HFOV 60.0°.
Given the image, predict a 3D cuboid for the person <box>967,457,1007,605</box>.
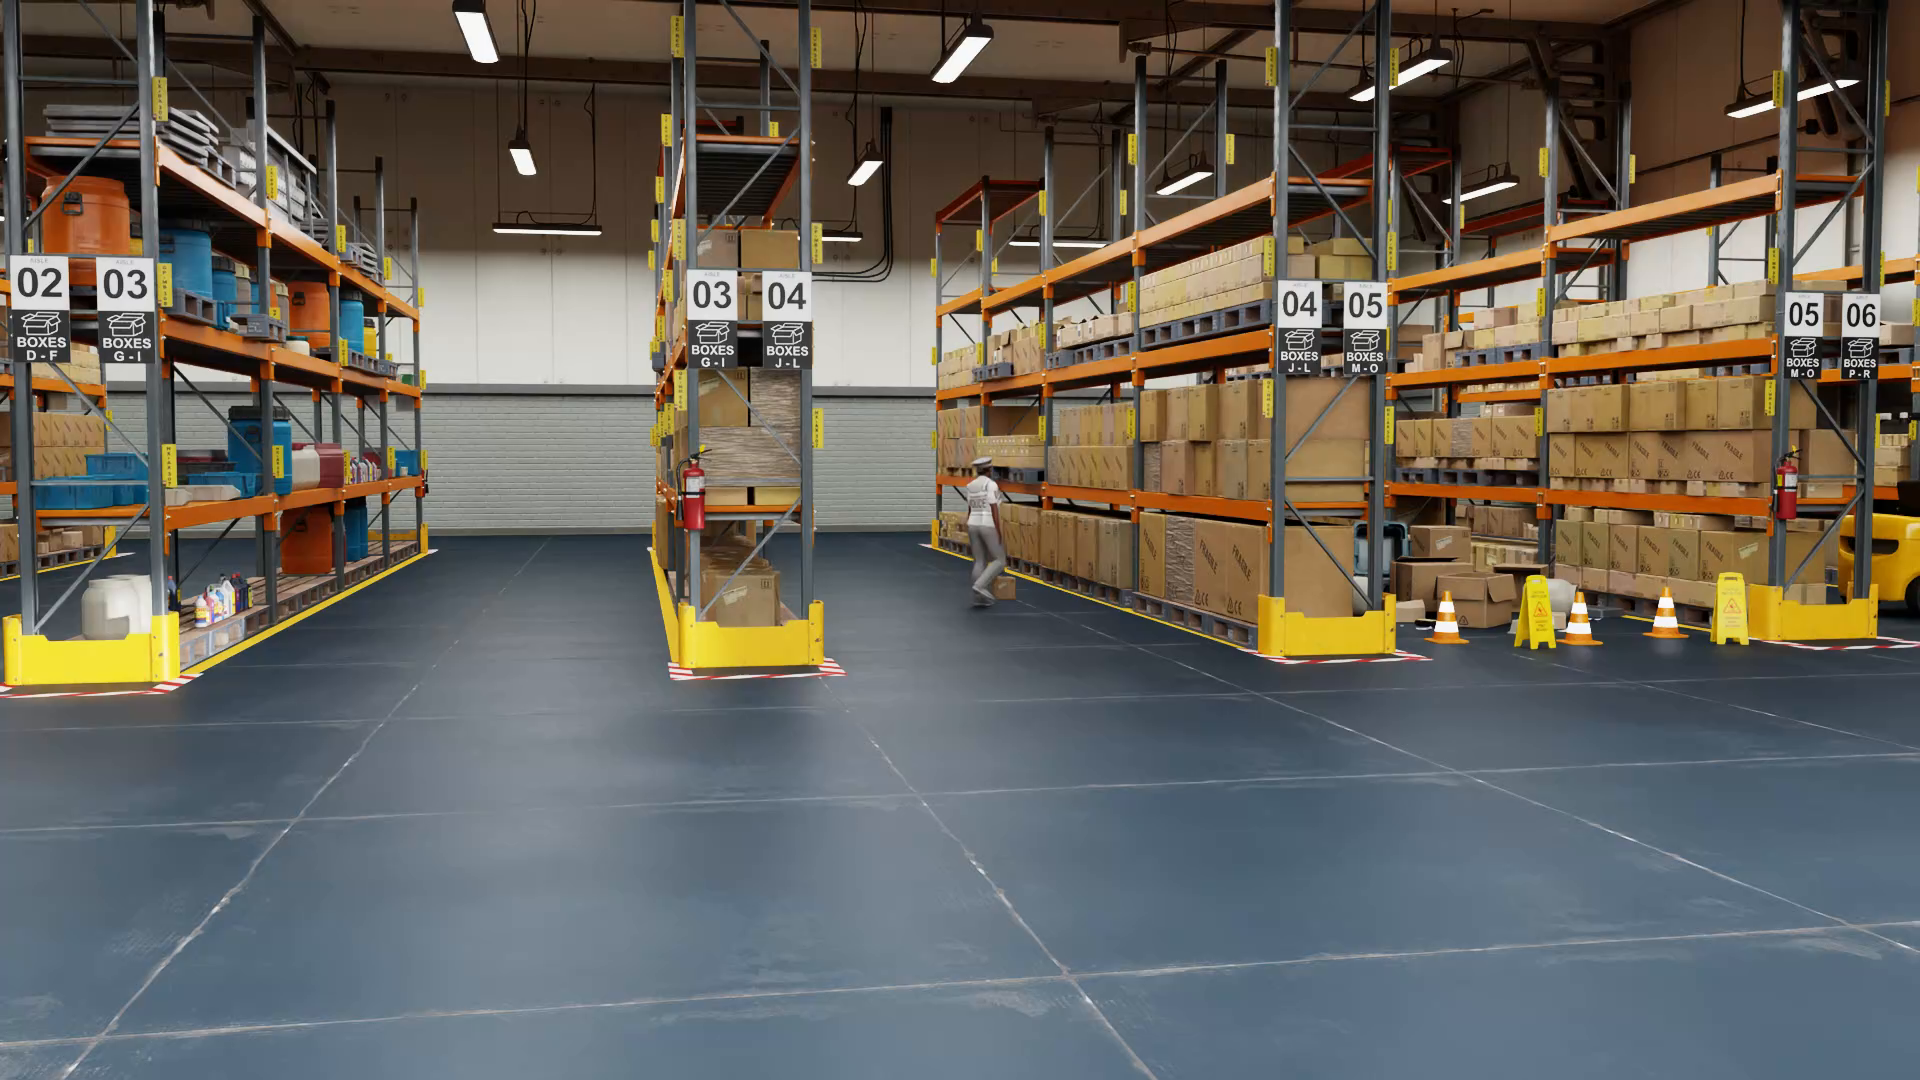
[{"bbox_3d":[0.245,-0.093,18.594,0.496,1.665,0.534,-3,4,-45],"label":"person"}]
